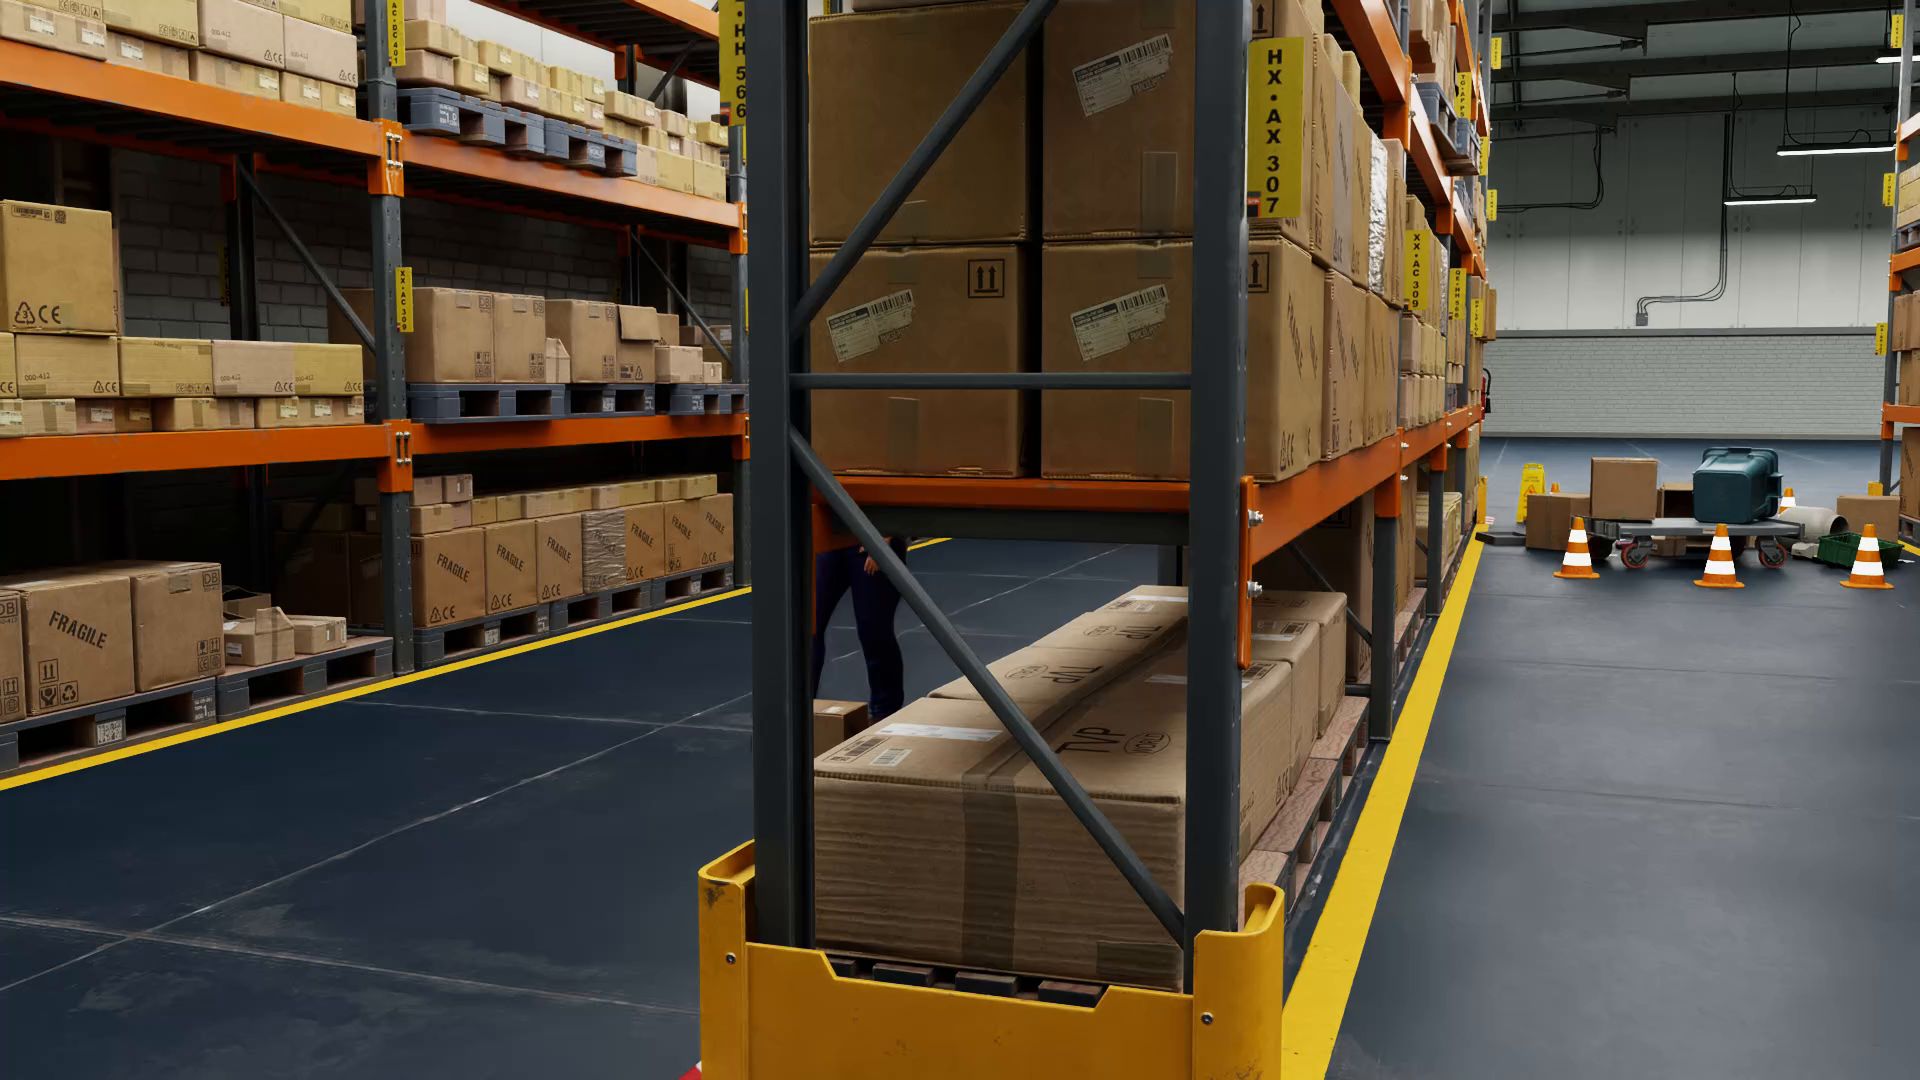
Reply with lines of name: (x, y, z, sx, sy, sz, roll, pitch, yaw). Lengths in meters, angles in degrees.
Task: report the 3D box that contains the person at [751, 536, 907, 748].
person: (-0.494, 0.046, 6.845, 0.531, 1.623, 0.830, 2, 6, 24)
